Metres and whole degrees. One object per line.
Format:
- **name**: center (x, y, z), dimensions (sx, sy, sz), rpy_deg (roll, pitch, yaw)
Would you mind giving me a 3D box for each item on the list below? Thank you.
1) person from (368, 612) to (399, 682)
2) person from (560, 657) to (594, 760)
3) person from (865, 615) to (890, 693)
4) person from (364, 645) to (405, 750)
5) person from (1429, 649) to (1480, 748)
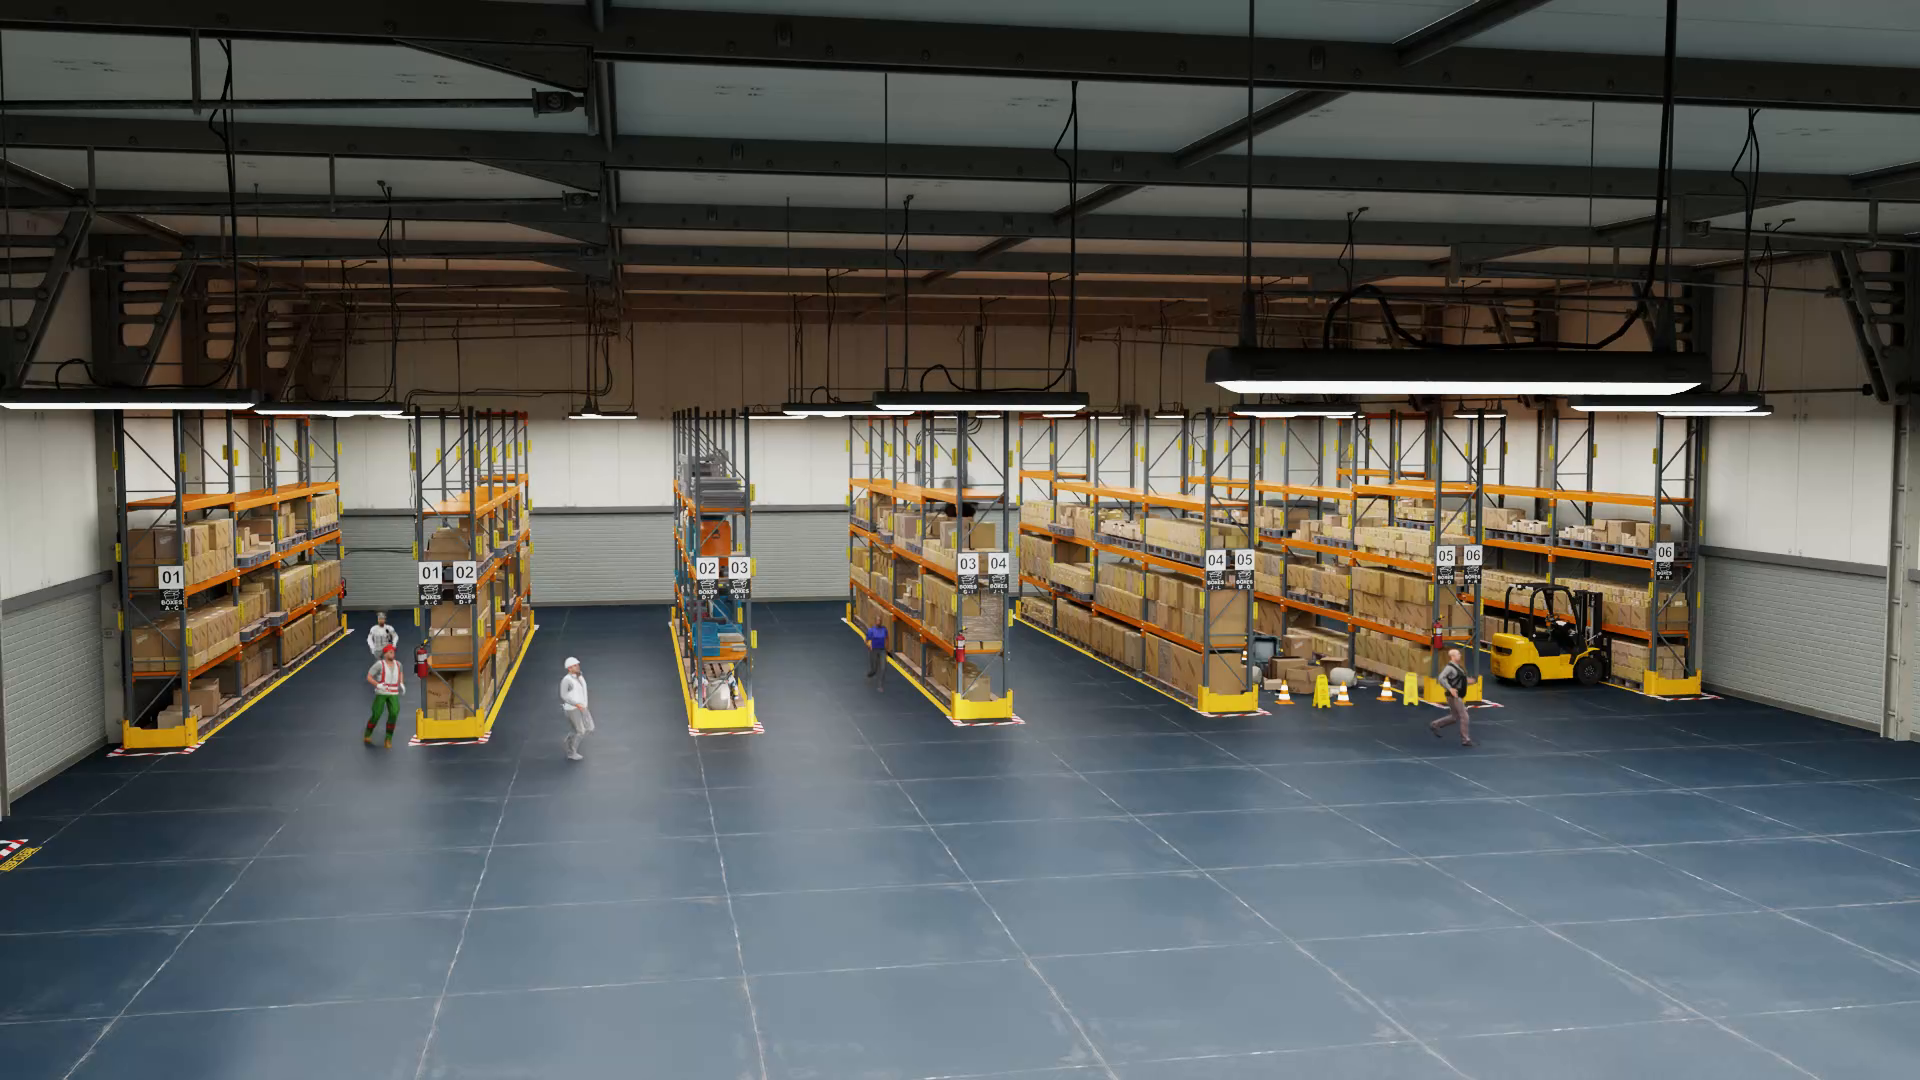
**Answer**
- **person**: center (-12.342, 2.372, 35.607), dimensions (0.642, 1.670, 0.559), rpy_deg (-1, 4, -13)
- **person**: center (-6.522, 2.854, 28.258), dimensions (0.523, 1.736, 0.668), rpy_deg (1, 4, 18)
- **person**: center (-1.764, 2.401, 35.430), dimensions (0.565, 1.624, 0.768), rpy_deg (-1, 4, -19)
- **person**: center (-10.123, 2.751, 29.388), dimensions (0.721, 1.804, 0.812), rpy_deg (-3, 5, -39)
- **person**: center (8.722, 2.776, 29.339), dimensions (0.930, 1.697, 0.666), rpy_deg (2, 5, 31)
